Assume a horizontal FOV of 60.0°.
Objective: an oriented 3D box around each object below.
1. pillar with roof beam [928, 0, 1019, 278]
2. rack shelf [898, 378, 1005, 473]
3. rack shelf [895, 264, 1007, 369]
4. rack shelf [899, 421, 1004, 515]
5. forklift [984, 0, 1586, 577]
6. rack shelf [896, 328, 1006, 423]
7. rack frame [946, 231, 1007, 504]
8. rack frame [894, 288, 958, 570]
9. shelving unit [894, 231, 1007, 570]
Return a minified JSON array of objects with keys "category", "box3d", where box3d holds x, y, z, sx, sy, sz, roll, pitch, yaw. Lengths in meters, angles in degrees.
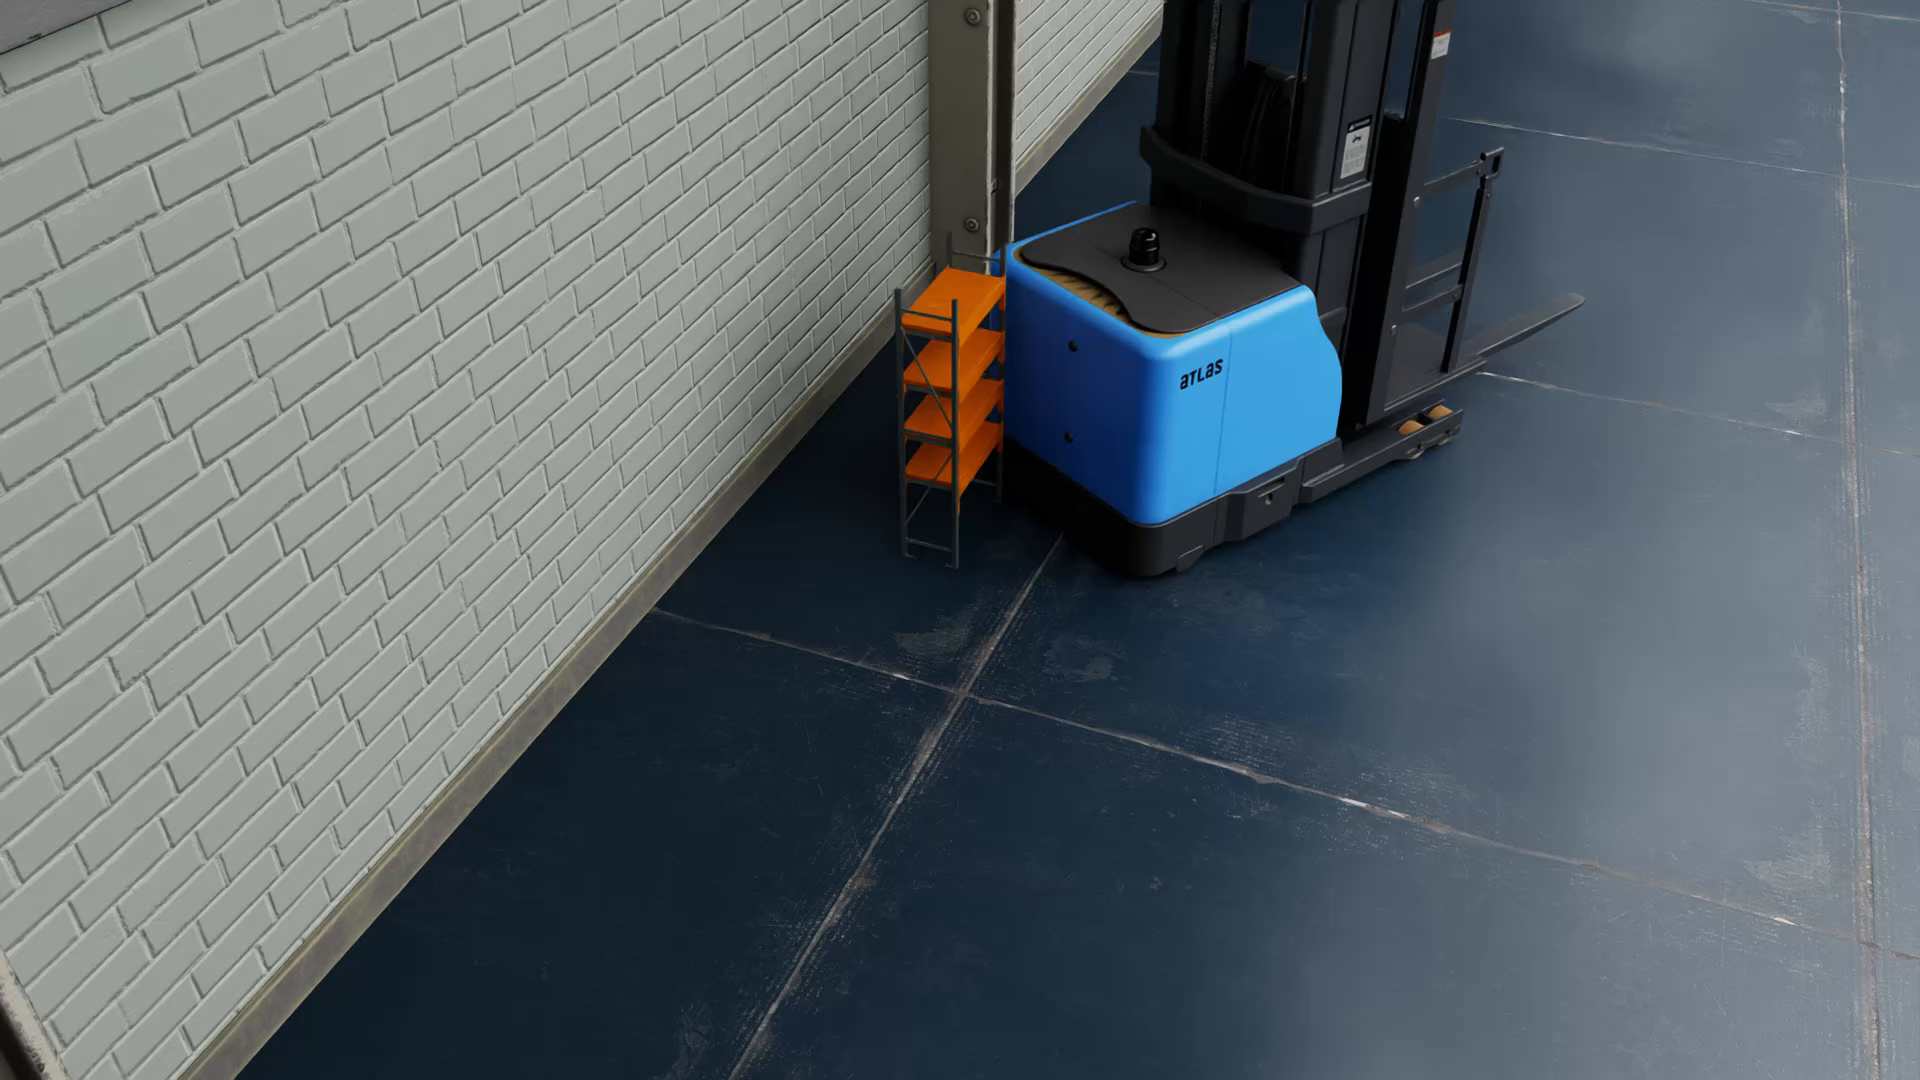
[{"category":"pillar with roof beam","box3d":[4.045,-3.998,4.582,9.100,9.000,0.400,14,39,18]},{"category":"rack shelf","box3d":[-0.029,-0.474,6.495,0.258,0.148,0.480,14,39,17]},{"category":"rack shelf","box3d":[-0.029,-0.843,6.219,0.258,0.148,0.480,14,39,17]},{"category":"rack shelf","box3d":[-0.029,-0.315,6.614,0.258,0.148,0.480,14,39,17]},{"category":"forklift","box3d":[1.580,-1.750,6.644,3.031,2.935,1.130,-25,43,-29]},{"category":"rack shelf","box3d":[-0.029,-0.653,6.361,0.258,0.148,0.480,14,39,17]},{"category":"rack frame","box3d":[0.062,-0.664,6.636,0.240,1.200,0.015,14,39,17]},{"category":"rack frame","box3d":[-0.120,-0.393,6.273,0.240,1.200,0.015,14,39,17]},{"category":"shelving unit","box3d":[-0.029,-0.528,6.454,0.258,1.200,0.503,14,39,17]}]
